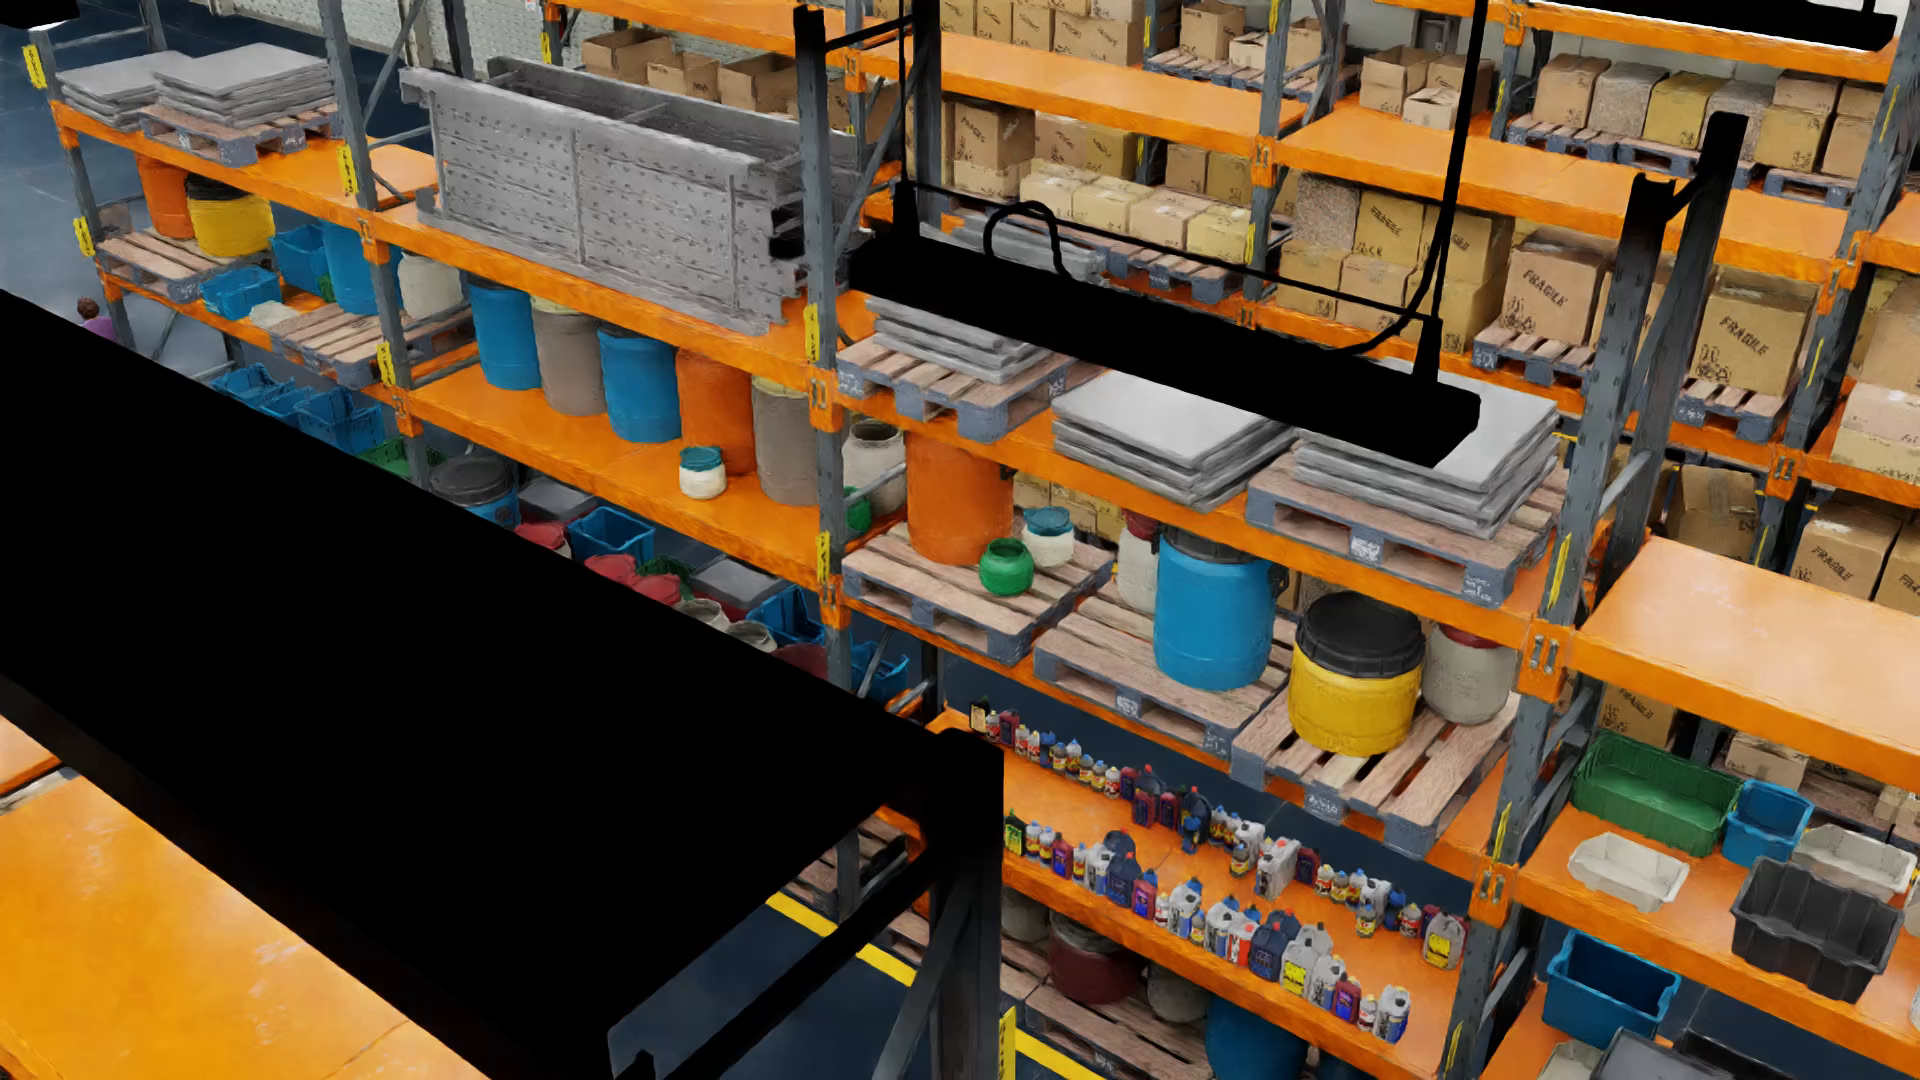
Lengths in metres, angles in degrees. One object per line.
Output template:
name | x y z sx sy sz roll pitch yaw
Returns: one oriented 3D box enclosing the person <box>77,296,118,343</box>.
person | -8.477 -1.660 16.621 1.037 1.406 0.417 23 38 33
